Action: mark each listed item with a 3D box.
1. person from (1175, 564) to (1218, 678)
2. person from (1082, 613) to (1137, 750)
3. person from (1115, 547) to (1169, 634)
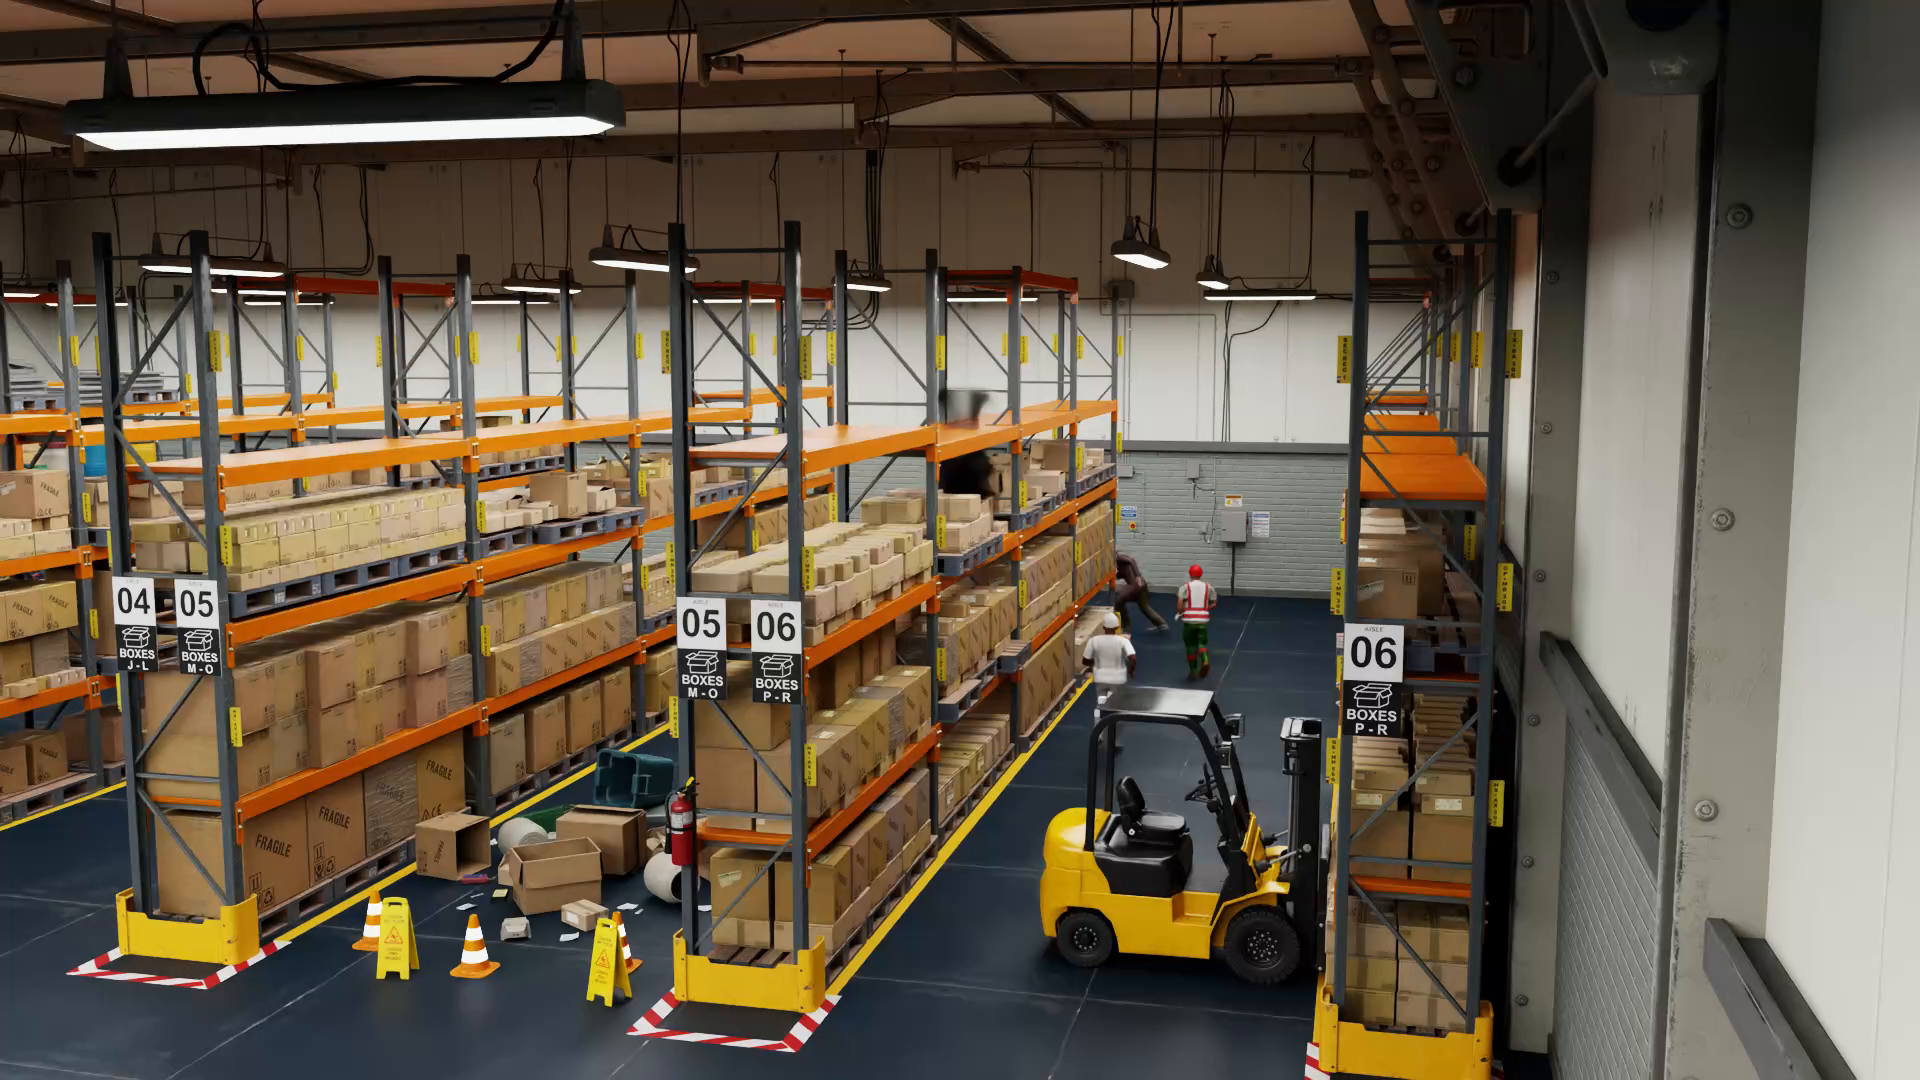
[{"bbox_3d":[3.604,1.250,25.193,0.655,1.737,0.786,-1,7,-5],"label":"person"},{"bbox_3d":[1.871,1.780,20.612,0.700,1.772,0.969,2,7,16],"label":"person"},{"bbox_3d":[3.075,0.897,29.022,1.223,1.530,0.698,2,7,19],"label":"person"}]
